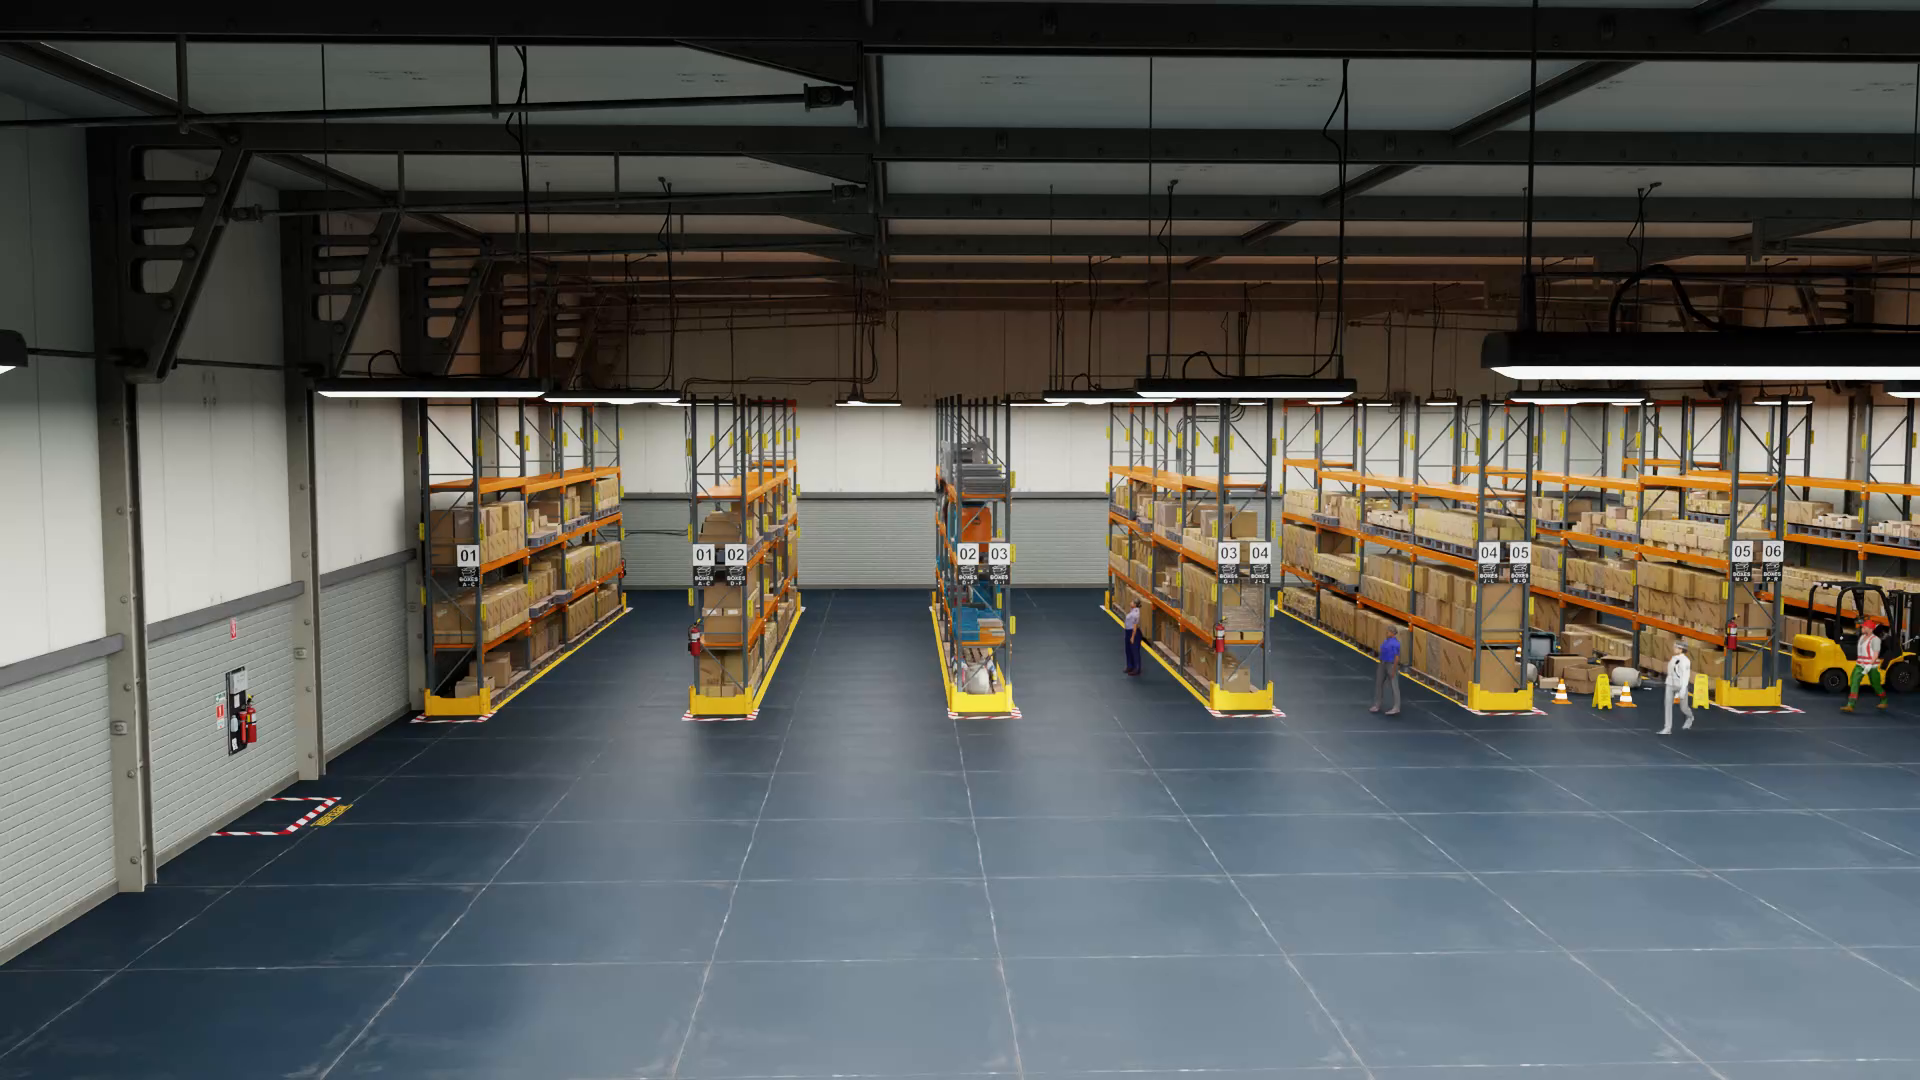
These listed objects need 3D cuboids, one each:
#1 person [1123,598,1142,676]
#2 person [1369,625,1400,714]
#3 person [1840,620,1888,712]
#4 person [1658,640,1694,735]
[{"bbox_3d":[3.733,2.074,35.897,0.363,1.649,0.514,-1,5,-17],"label":"person"},{"bbox_3d":[8.007,2.426,31.323,0.449,1.656,0.536,-4,6,-39],"label":"person"},{"bbox_3d":[17.104,2.379,31.339,1.085,1.746,0.499,-2,5,-28],"label":"person"},{"bbox_3d":[12.668,2.584,29.312,0.441,1.657,0.843,4,6,42],"label":"person"}]
